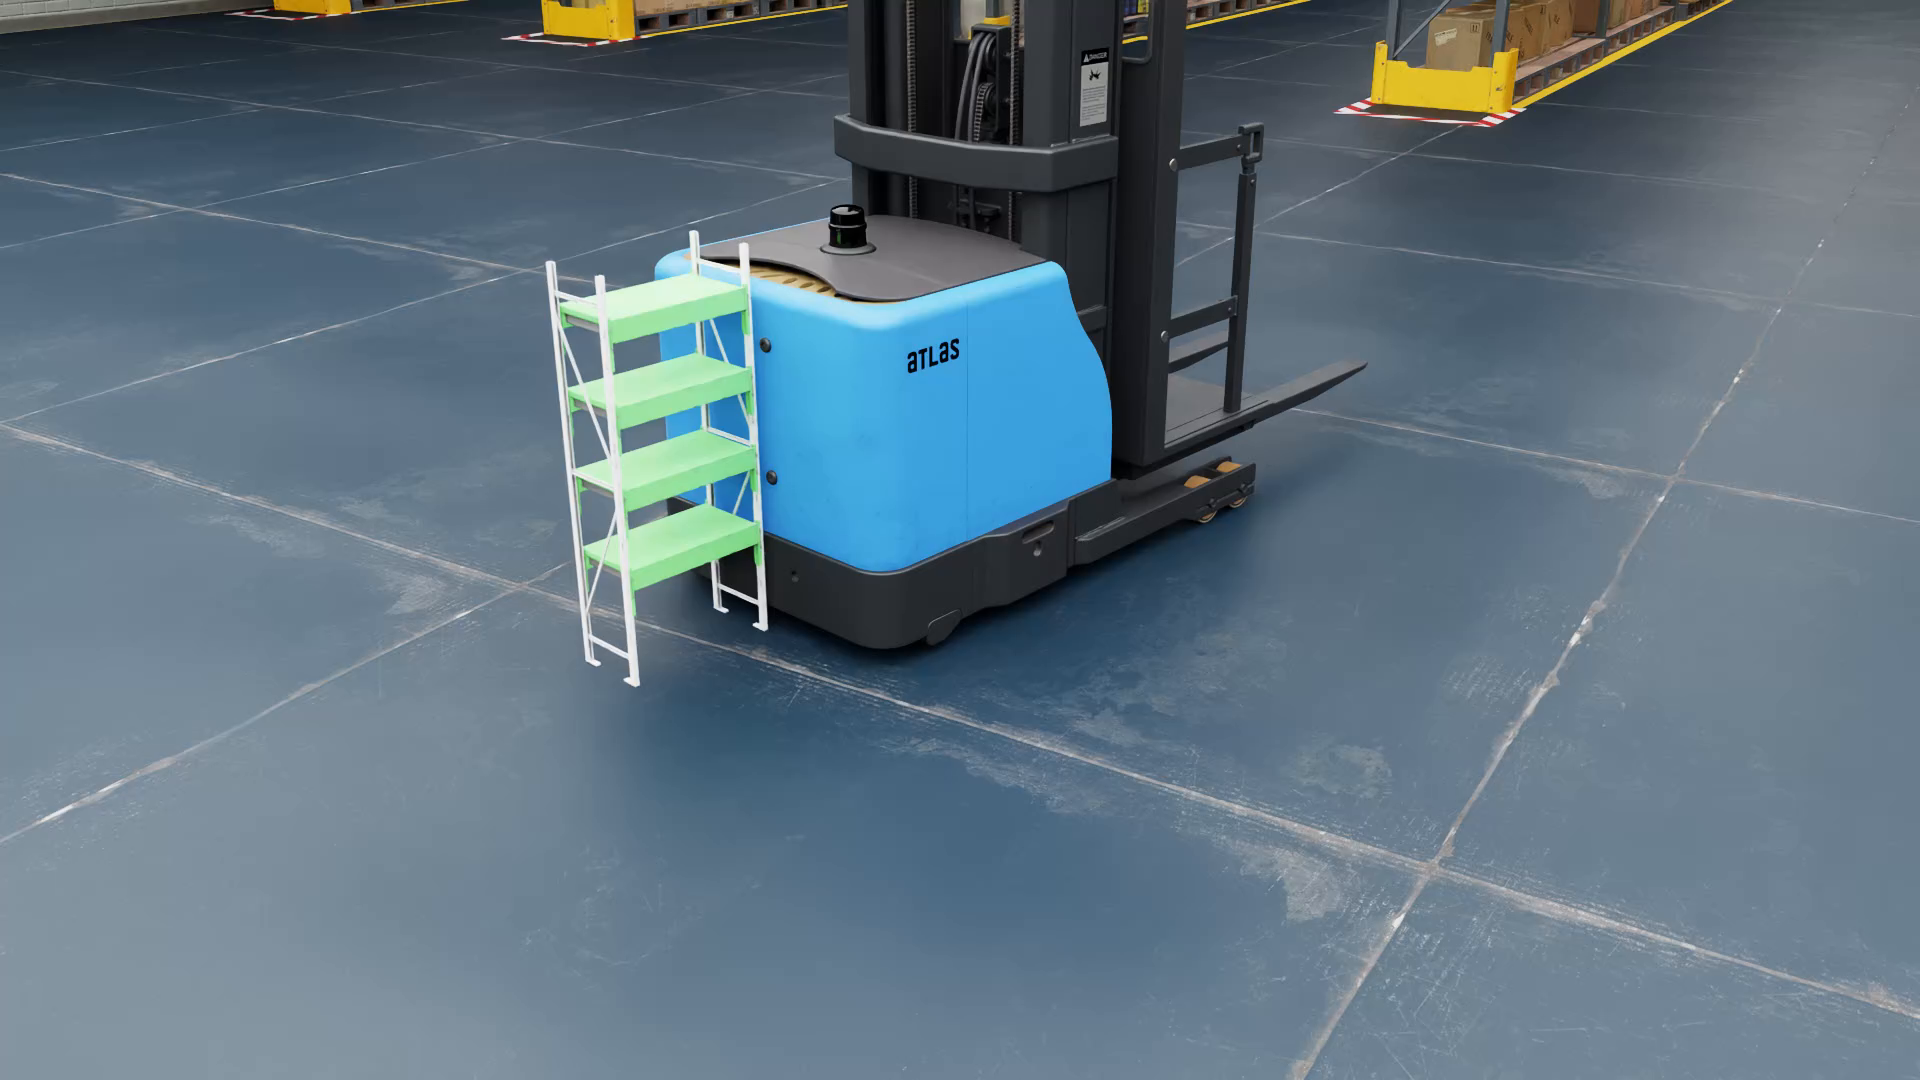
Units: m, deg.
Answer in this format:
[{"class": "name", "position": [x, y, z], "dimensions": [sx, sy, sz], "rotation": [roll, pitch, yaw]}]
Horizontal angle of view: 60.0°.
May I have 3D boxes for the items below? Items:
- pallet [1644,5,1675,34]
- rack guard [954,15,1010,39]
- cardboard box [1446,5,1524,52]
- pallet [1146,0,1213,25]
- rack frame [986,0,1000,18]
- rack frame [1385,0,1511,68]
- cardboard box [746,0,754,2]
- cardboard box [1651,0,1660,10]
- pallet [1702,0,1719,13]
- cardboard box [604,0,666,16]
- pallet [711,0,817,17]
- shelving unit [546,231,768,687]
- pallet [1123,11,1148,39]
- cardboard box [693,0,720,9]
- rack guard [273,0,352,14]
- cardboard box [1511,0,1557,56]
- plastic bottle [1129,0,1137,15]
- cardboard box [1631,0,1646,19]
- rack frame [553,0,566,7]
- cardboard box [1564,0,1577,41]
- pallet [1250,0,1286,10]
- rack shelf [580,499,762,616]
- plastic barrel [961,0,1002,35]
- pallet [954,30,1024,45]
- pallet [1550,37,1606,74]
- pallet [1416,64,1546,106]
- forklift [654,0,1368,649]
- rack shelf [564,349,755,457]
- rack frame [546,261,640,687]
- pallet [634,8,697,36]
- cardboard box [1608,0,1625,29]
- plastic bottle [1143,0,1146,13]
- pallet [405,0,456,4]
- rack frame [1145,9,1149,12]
[{"class": "pallet", "position": [7.950, -6.295, 20.027], "dimensions": [1.003, 0.211, 1.213], "rotation": [14, 27, 29]}, {"class": "rack guard", "position": [-0.064, -5.065, 16.820], "dimensions": [1.175, 0.500, 0.348], "rotation": [14, 27, 29]}, {"class": "cardboard box", "position": [4.774, -4.600, 15.219], "dimensions": [0.500, 0.500, 0.500], "rotation": [-20, 31, -39]}, {"class": "pallet", "position": [2.427, -6.520, 20.545], "dimensions": [1.003, 0.211, 1.213], "rotation": [14, 27, 29]}, {"class": "rack frame", "position": [-0.064, -6.176, 16.242], "dimensions": [1.000, 3.000, 0.127], "rotation": [14, 27, 29]}, {"class": "rack frame", "position": [4.144, -5.138, 13.844], "dimensions": [1.000, 3.000, 0.127], "rotation": [14, 27, 29]}, {"class": "cardboard box", "position": [-2.743, -6.956, 20.974], "dimensions": [0.500, 0.250, 0.500], "rotation": [14, 27, 29]}, {"class": "cardboard box", "position": [8.027, -6.663, 19.958], "dimensions": [0.700, 0.500, 0.500], "rotation": [12, 26, 26]}, {"class": "pallet", "position": [9.488, -7.219, 22.161], "dimensions": [1.003, 0.211, 1.213], "rotation": [14, 27, 29]}, {"class": "cardboard box", "position": [-3.798, -6.281, 19.416], "dimensions": [0.500, 0.250, 0.500], "rotation": [14, 27, 29]}, {"class": "pallet", "position": [-2.615, -7.026, 21.715], "dimensions": [1.003, 0.211, 1.213], "rotation": [14, 27, 29]}, {"class": "shelving unit", "position": [-0.849, -0.234, 4.780], "dimensions": [0.258, 1.200, 0.503], "rotation": [20, 30, 38]}, {"class": "pallet", "position": [1.656, -6.029, 19.411], "dimensions": [1.003, 0.211, 1.213], "rotation": [14, 27, 29]}, {"class": "cardboard box", "position": [-3.274, -6.619, 20.197], "dimensions": [0.500, 0.250, 0.500], "rotation": [14, 27, 29]}, {"class": "rack guard", "position": [-8.441, -7.131, 21.593], "dimensions": [1.175, 0.500, 0.348], "rotation": [14, 27, 29]}, {"class": "cardboard box", "position": [5.452, -4.987, 16.111], "dimensions": [0.500, 0.500, 0.500], "rotation": [11, 26, 24]}, {"class": "plastic bottle", "position": [1.951, -6.235, 19.157], "dimensions": [0.144, 0.351, 0.185], "rotation": [13, 27, 28]}, {"class": "cardboard box", "position": [7.452, -6.280, 19.074], "dimensions": [0.700, 0.500, 0.500], "rotation": [16, 28, 33]}, {"class": "rack frame", "position": [-4.270, -7.216, 18.642], "dimensions": [1.000, 3.000, 0.127], "rotation": [14, 27, 29]}, {"class": "cardboard box", "position": [6.009, -5.407, 17.083], "dimensions": [0.500, 0.500, 0.500], "rotation": [13, 27, 27]}, {"class": "pallet", "position": [3.714, -7.343, 22.447], "dimensions": [1.003, 0.211, 1.213], "rotation": [14, 27, 29]}, {"class": "rack shelf", "position": [-0.849, 0.045, 4.900], "dimensions": [0.258, 0.148, 0.480], "rotation": [20, 30, 38]}, {"class": "plastic barrel", "position": [0.218, -5.466, 17.203], "dimensions": [0.421, 0.512, 0.421], "rotation": [0, 23, 0]}, {"class": "pallet", "position": [0.369, -5.205, 17.508], "dimensions": [1.003, 0.211, 1.213], "rotation": [14, 27, 29]}, {"class": "pallet", "position": [5.930, -4.975, 16.976], "dimensions": [1.003, 0.211, 1.213], "rotation": [14, 27, 29]}, {"class": "pallet", "position": [4.643, -4.151, 15.073], "dimensions": [1.003, 0.211, 1.213], "rotation": [14, 27, 29]}, {"class": "forklift", "position": [0.422, -1.527, 5.588], "dimensions": [1.130, 2.935, 3.031], "rotation": [20, 30, 38]}, {"class": "rack shelf", "position": [-0.849, -0.395, 4.710], "dimensions": [0.258, 0.148, 0.480], "rotation": [20, 30, 38]}, {"class": "rack frame", "position": [-1.014, -0.162, 4.615], "dimensions": [0.240, 1.200, 0.015], "rotation": [20, 30, 38]}, {"class": "pallet", "position": [-3.902, -6.203, 19.813], "dimensions": [1.003, 0.211, 1.213], "rotation": [14, 27, 29]}, {"class": "cardboard box", "position": [6.864, -5.903, 18.203], "dimensions": [0.700, 0.500, 0.500], "rotation": [14, 27, 29]}, {"class": "plastic bottle", "position": [2.119, -6.256, 19.395], "dimensions": [0.097, 0.201, 0.097], "rotation": [0, 23, 0]}, {"class": "pallet", "position": [-7.338, -7.675, 23.214], "dimensions": [1.003, 0.211, 1.213], "rotation": [14, 27, 29]}, {"class": "rack frame", "position": [2.046, -7.526, 19.360], "dimensions": [1.000, 3.000, 0.127], "rotation": [14, 27, 29]}]
